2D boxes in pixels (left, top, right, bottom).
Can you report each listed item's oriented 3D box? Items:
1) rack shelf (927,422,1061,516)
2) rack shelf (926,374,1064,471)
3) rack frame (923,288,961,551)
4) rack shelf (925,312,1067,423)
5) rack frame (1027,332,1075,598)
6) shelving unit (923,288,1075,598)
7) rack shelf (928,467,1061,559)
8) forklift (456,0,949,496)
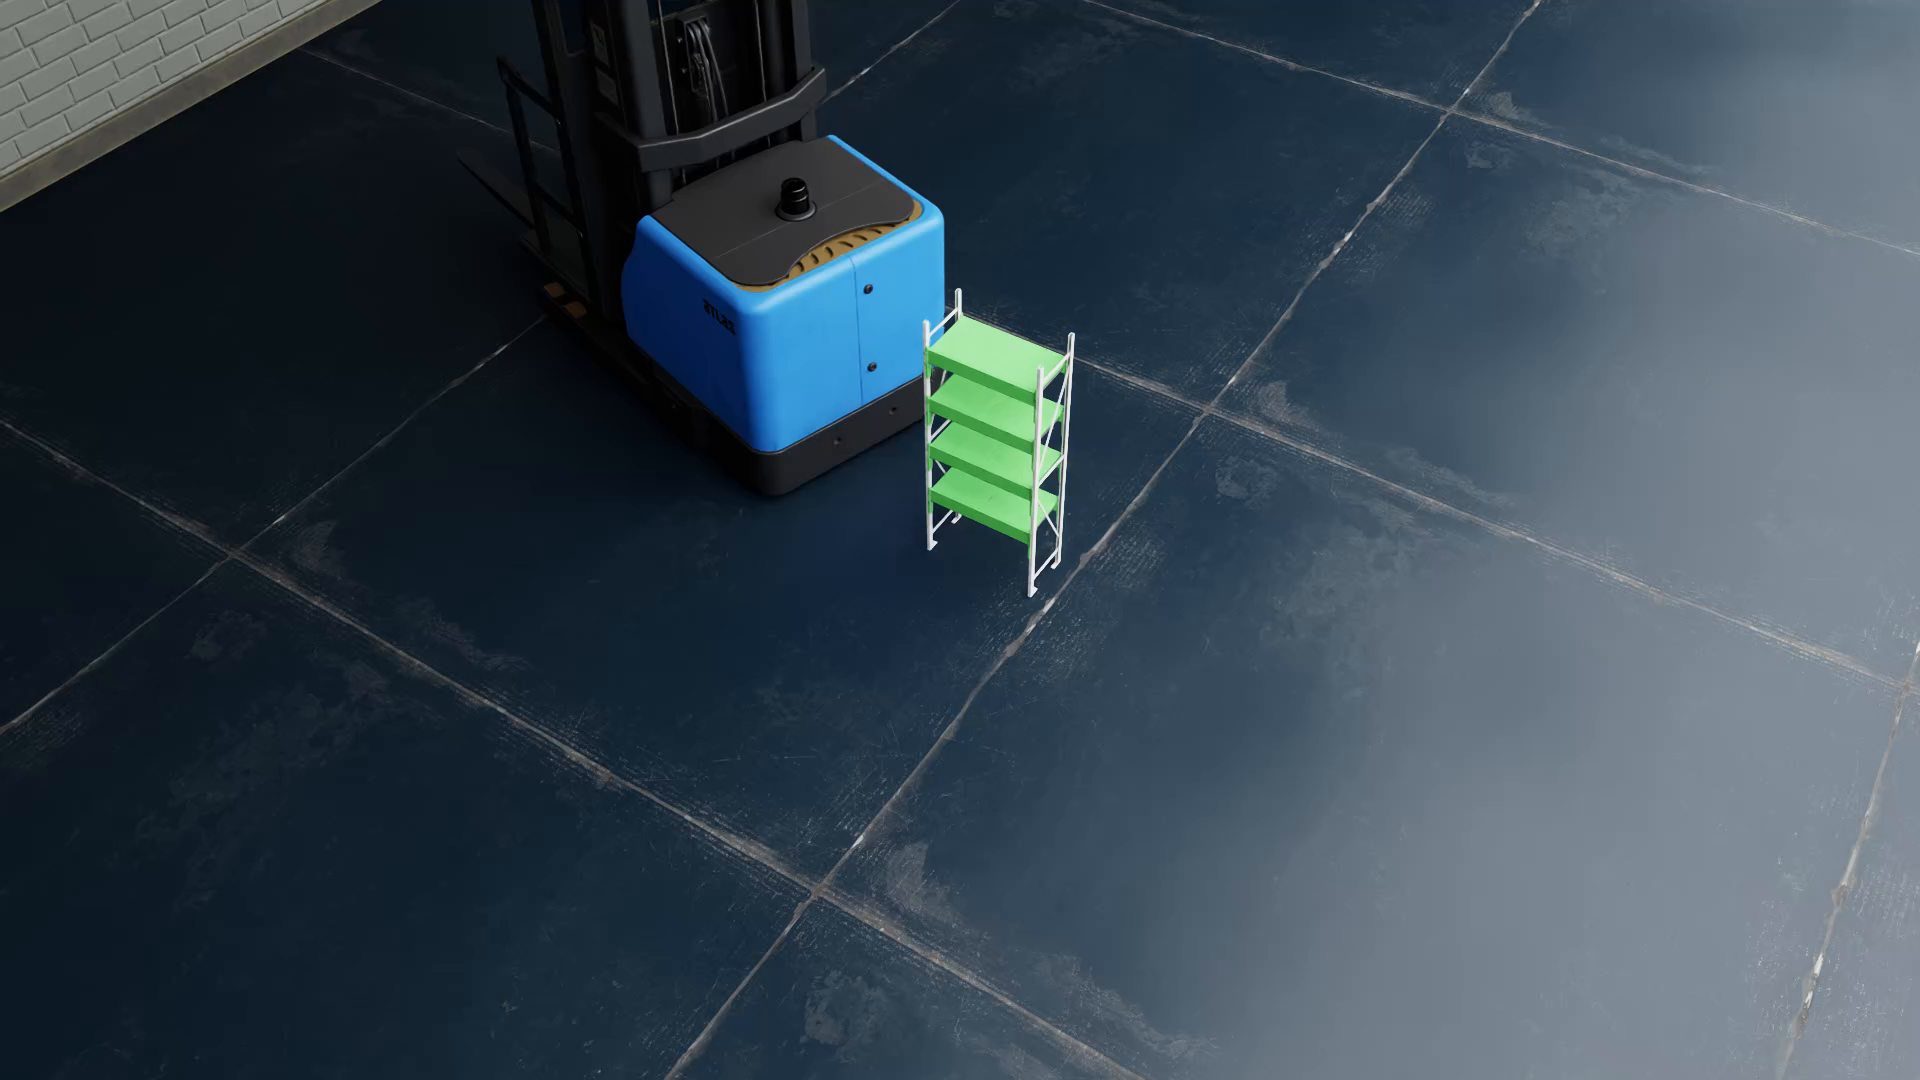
[{"bbox_3d":[0.139,-0.310,6.525,0.480,0.148,0.258,25,51,22],"label":"rack shelf"},{"bbox_3d":[0.139,-0.477,6.353,0.480,0.148,0.258,25,51,22],"label":"rack shelf"},{"bbox_3d":[-0.066,-0.449,6.571,0.015,1.200,0.240,25,51,22],"label":"rack frame"},{"bbox_3d":[0.139,-0.644,6.181,0.480,0.148,0.258,25,51,22],"label":"rack shelf"},{"bbox_3d":[0.345,-0.260,6.387,0.015,1.200,0.240,25,51,22],"label":"rack frame"},{"bbox_3d":[0.139,-0.354,6.479,0.503,1.200,0.258,25,51,22],"label":"shelving unit"},{"bbox_3d":[0.139,-0.142,6.697,0.480,0.148,0.258,25,51,22],"label":"rack shelf"},{"bbox_3d":[-1.383,-2.199,7.065,1.130,2.935,3.031,-31,53,-27],"label":"forklift"}]
